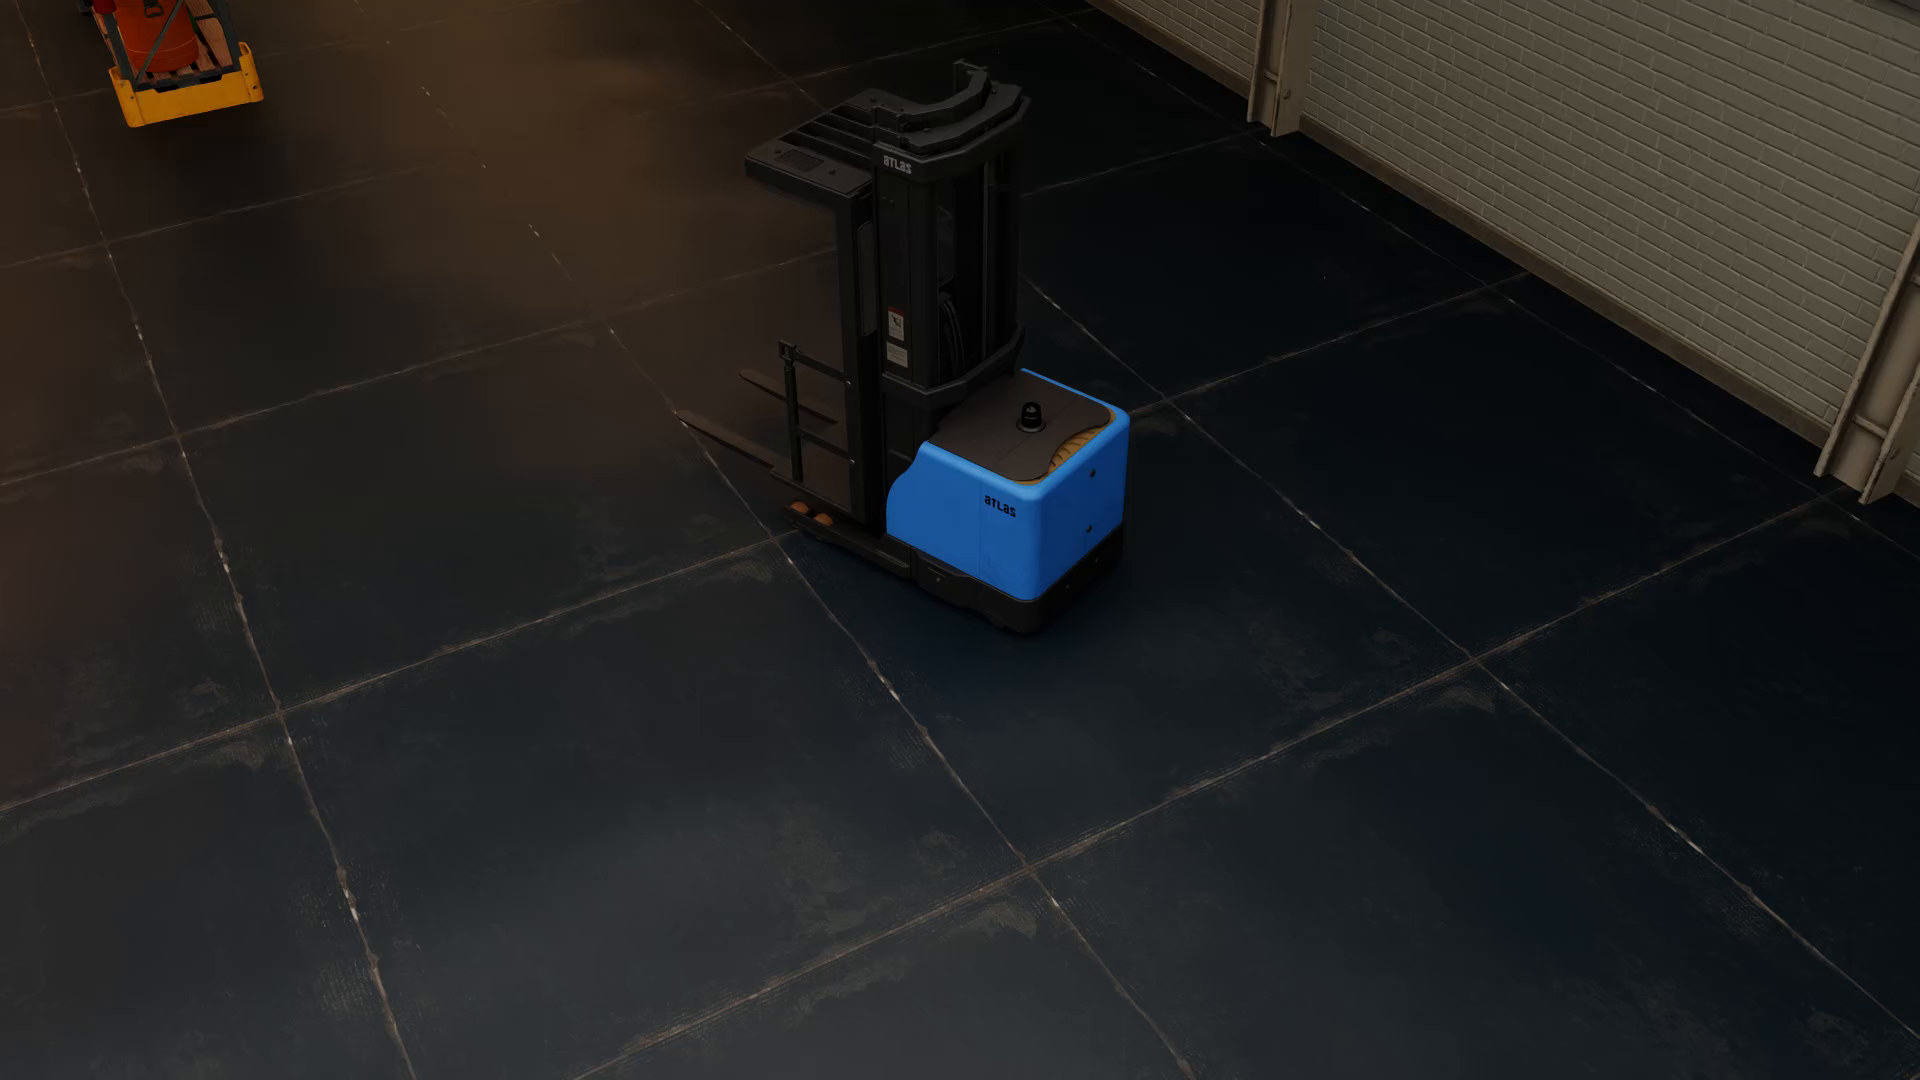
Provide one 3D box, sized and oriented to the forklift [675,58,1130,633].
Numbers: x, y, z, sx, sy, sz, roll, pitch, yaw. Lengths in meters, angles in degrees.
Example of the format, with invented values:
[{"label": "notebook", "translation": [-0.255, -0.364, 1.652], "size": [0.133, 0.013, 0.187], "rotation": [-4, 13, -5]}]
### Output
[{"label": "forklift", "translation": [-0.481, -1.366, 9.683], "size": [3.031, 2.935, 1.130], "rotation": [26, 46, 28]}]
